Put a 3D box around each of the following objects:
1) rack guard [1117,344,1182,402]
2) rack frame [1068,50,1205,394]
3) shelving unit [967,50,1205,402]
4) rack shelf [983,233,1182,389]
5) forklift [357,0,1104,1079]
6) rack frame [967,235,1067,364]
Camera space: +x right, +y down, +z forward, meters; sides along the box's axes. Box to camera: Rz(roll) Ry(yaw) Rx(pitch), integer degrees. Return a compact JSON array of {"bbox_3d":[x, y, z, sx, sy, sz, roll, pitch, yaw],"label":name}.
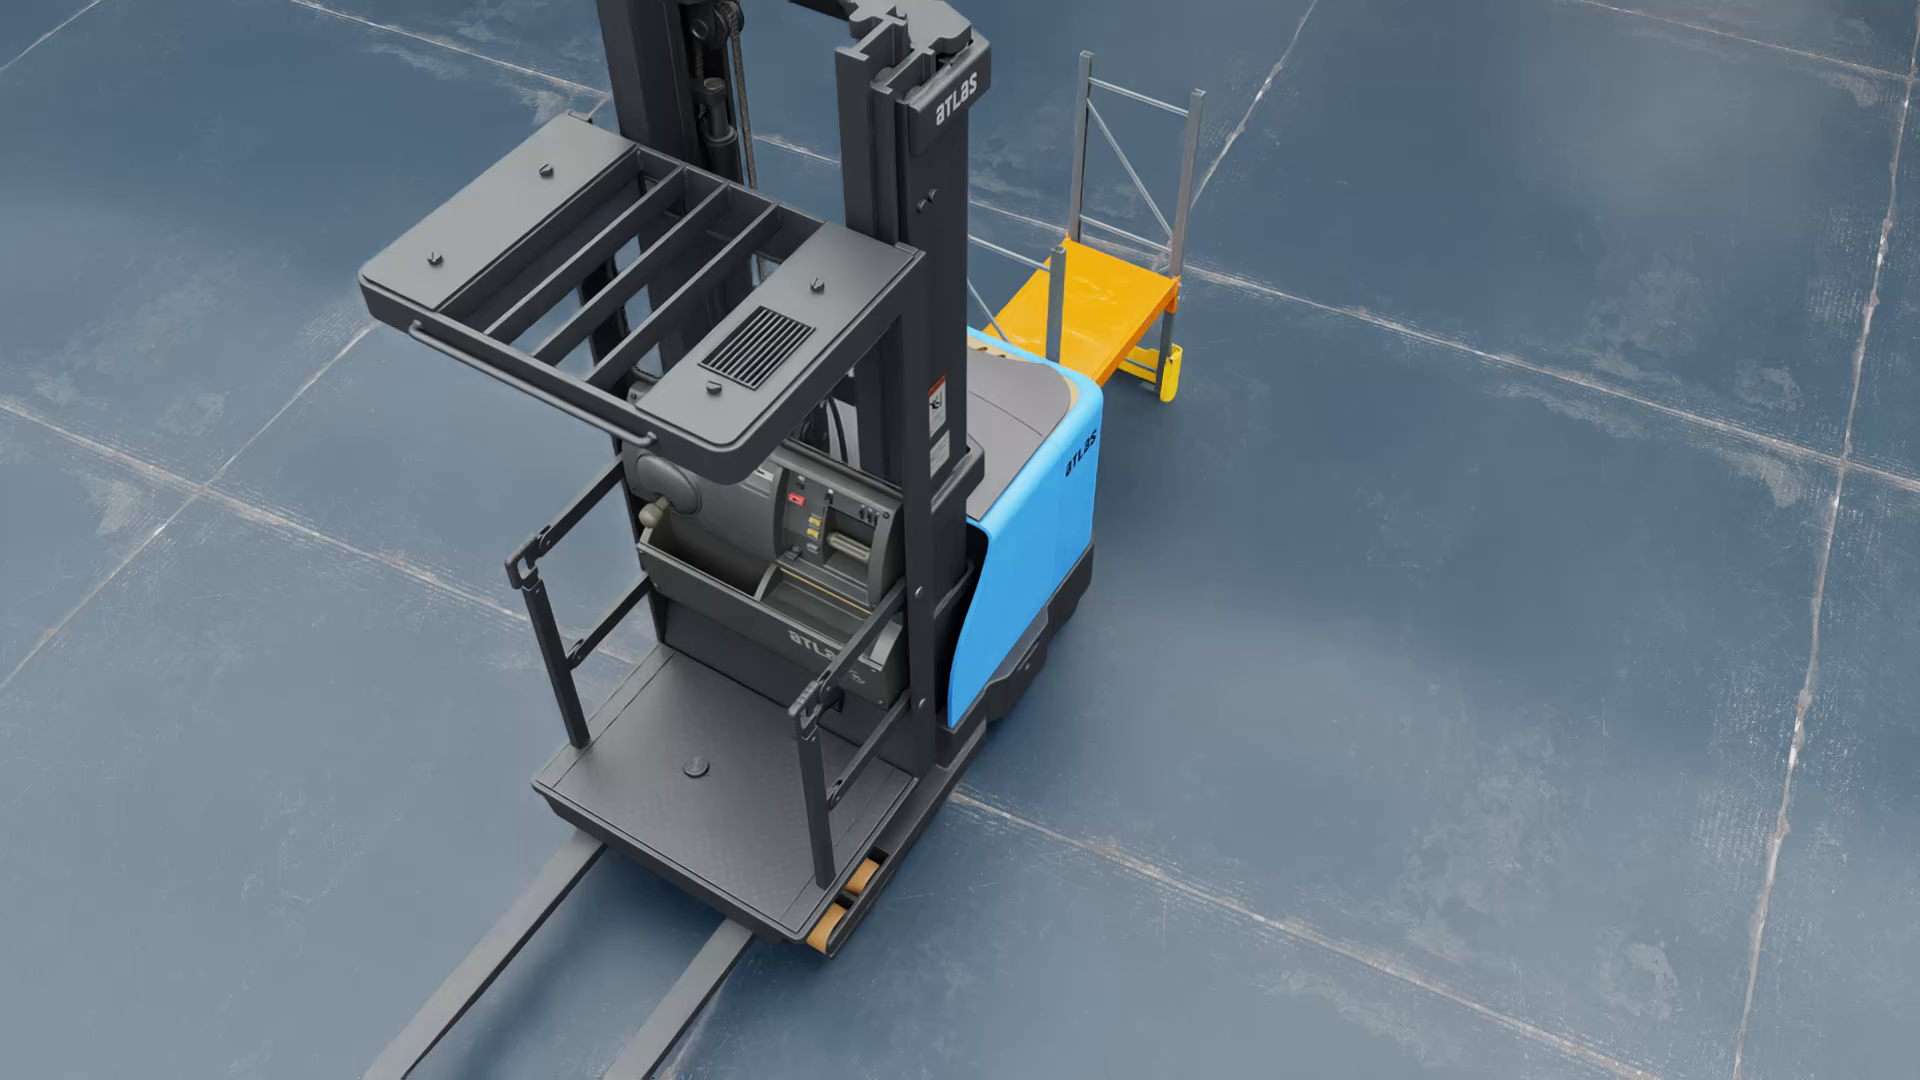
[{"bbox_3d":[0.660,-0.805,7.086,0.587,0.250,0.087,25,54,20],"label":"rack guard"},{"bbox_3d":[0.660,-1.211,6.611,0.500,1.500,0.032,25,54,20],"label":"rack frame"},{"bbox_3d":[0.398,-0.887,6.335,0.587,1.500,1.083,25,54,20],"label":"shelving unit"},{"bbox_3d":[0.394,-0.765,6.467,0.538,0.185,1.000,25,54,20],"label":"rack shelf"},{"bbox_3d":[-0.700,-0.021,4.659,1.130,2.935,3.031,25,54,20],"label":"forklift"},{"bbox_3d":[0.127,-0.552,6.050,0.500,1.500,0.032,25,54,20],"label":"rack frame"}]
